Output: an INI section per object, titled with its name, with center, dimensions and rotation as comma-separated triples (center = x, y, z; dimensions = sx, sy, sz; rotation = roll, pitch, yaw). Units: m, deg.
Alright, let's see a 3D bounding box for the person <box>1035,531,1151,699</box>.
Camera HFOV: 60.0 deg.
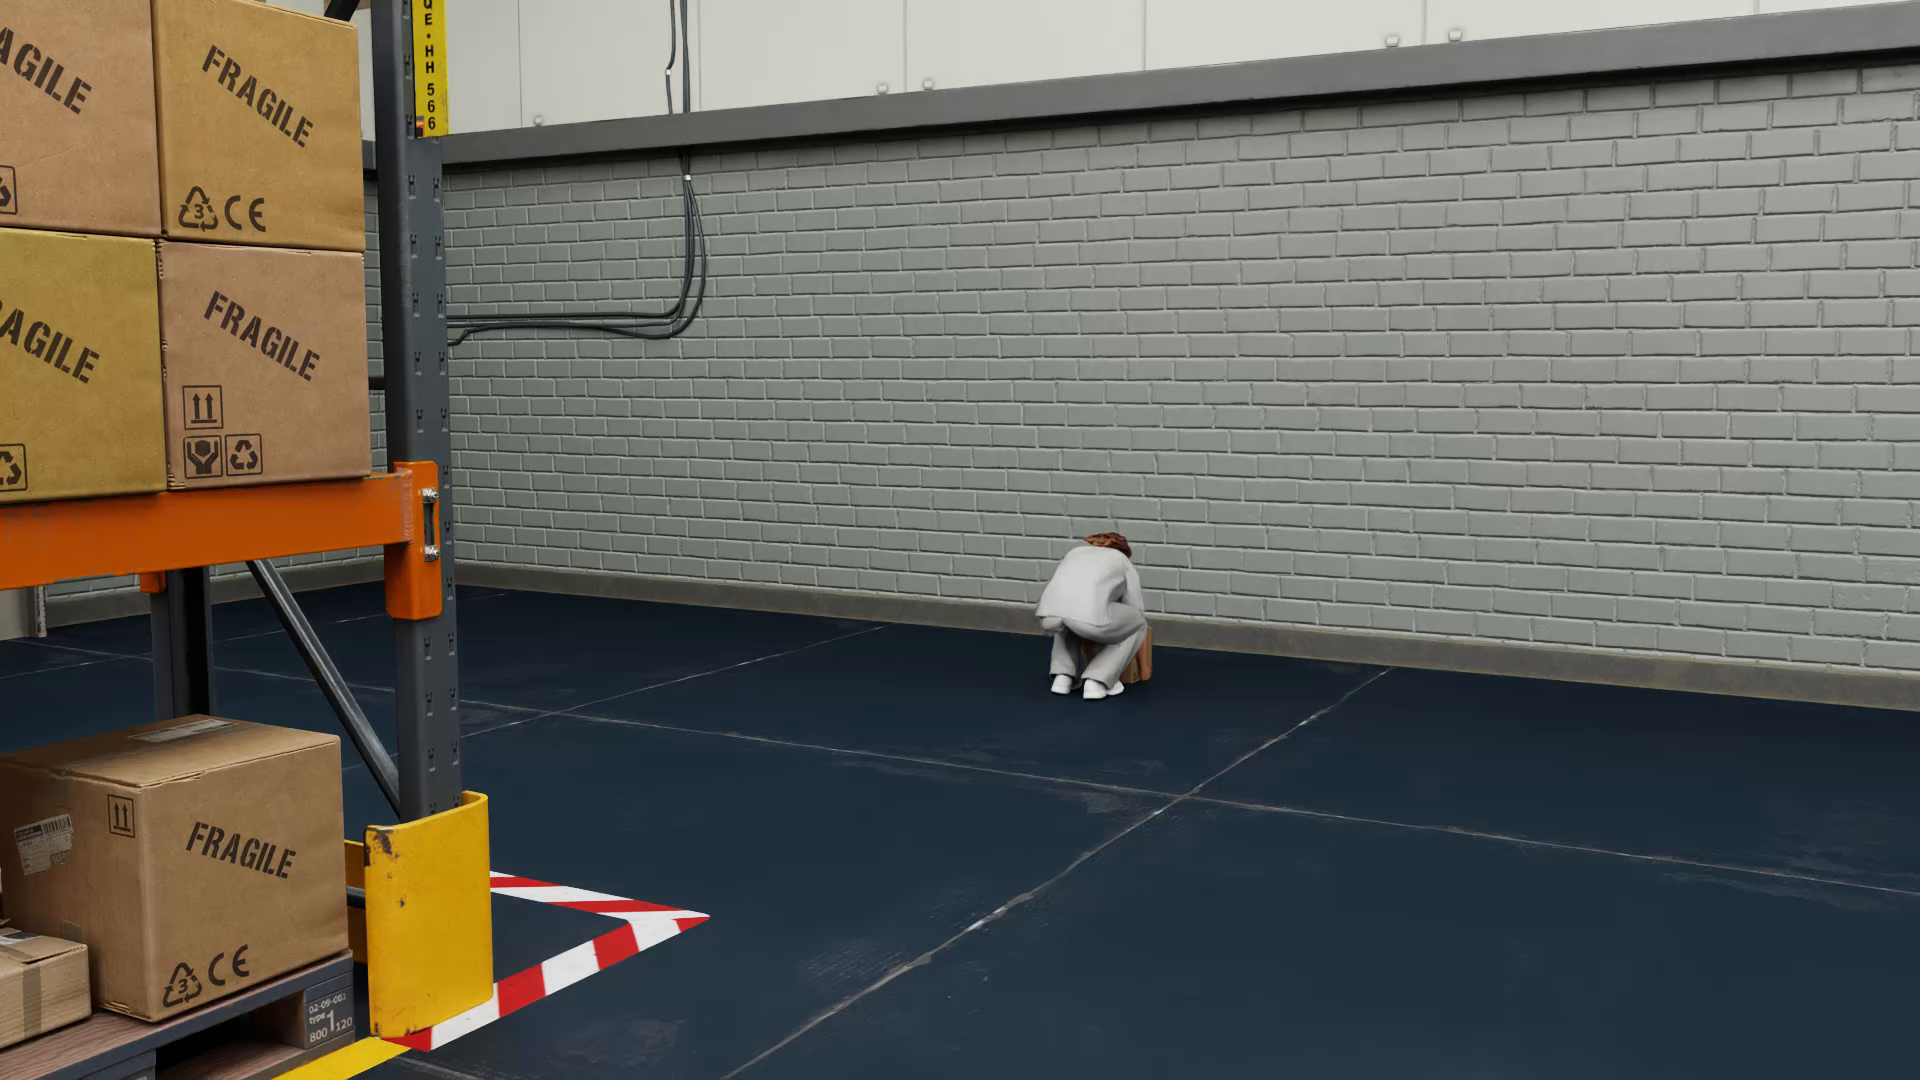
[person]
center = 0.648, 0.377, 7.997
dimensions = 0.459, 0.816, 0.836
rotation = 3, 7, 28
